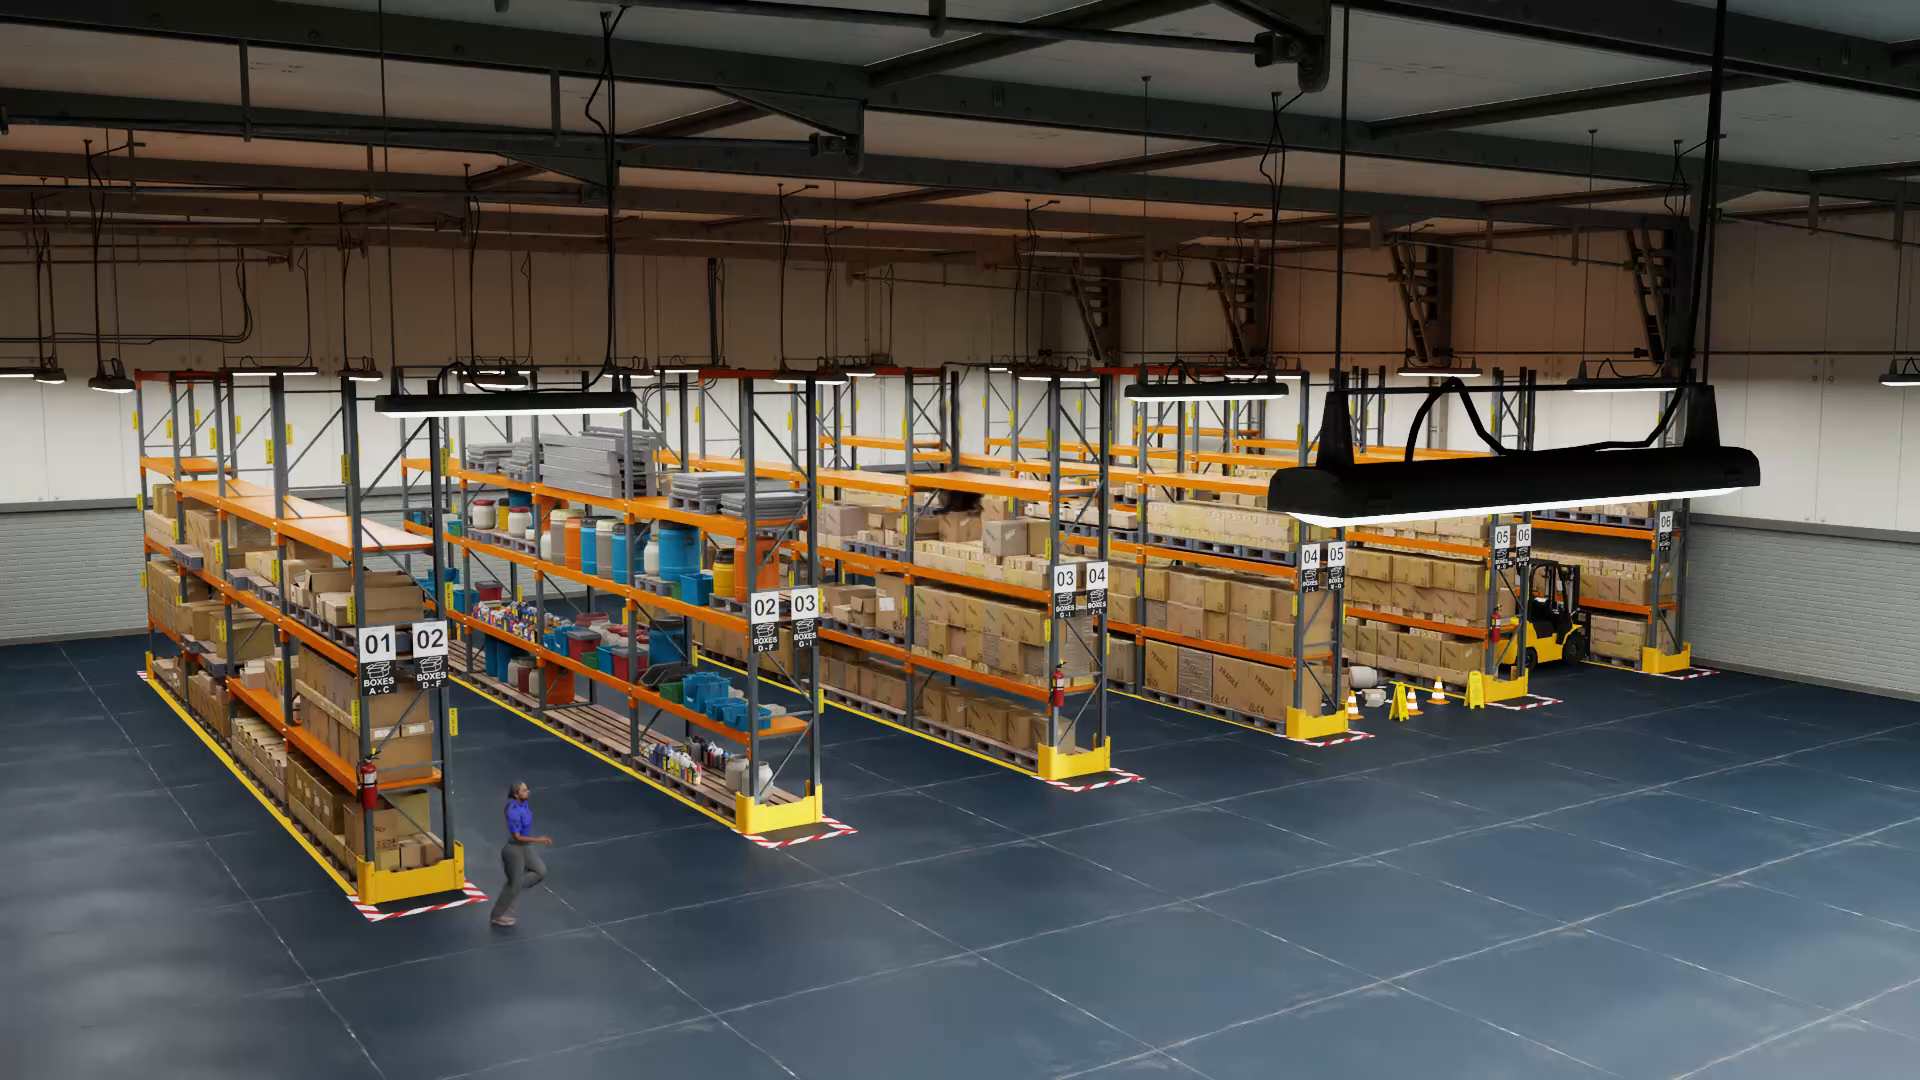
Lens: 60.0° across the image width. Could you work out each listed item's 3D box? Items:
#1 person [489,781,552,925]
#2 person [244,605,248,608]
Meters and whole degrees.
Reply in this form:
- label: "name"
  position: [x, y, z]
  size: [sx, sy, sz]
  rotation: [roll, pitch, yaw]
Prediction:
- label: "person"
  position: [-4.878, 3.457, 18.481]
  size: [0.711, 1.600, 0.599]
  rotation: [0, 6, 0]
- label: "person"
  position: [-14.747, 1.690, 34.105]
  size: [0.744, 1.625, 0.735]
  rotation: [0, 6, -1]
